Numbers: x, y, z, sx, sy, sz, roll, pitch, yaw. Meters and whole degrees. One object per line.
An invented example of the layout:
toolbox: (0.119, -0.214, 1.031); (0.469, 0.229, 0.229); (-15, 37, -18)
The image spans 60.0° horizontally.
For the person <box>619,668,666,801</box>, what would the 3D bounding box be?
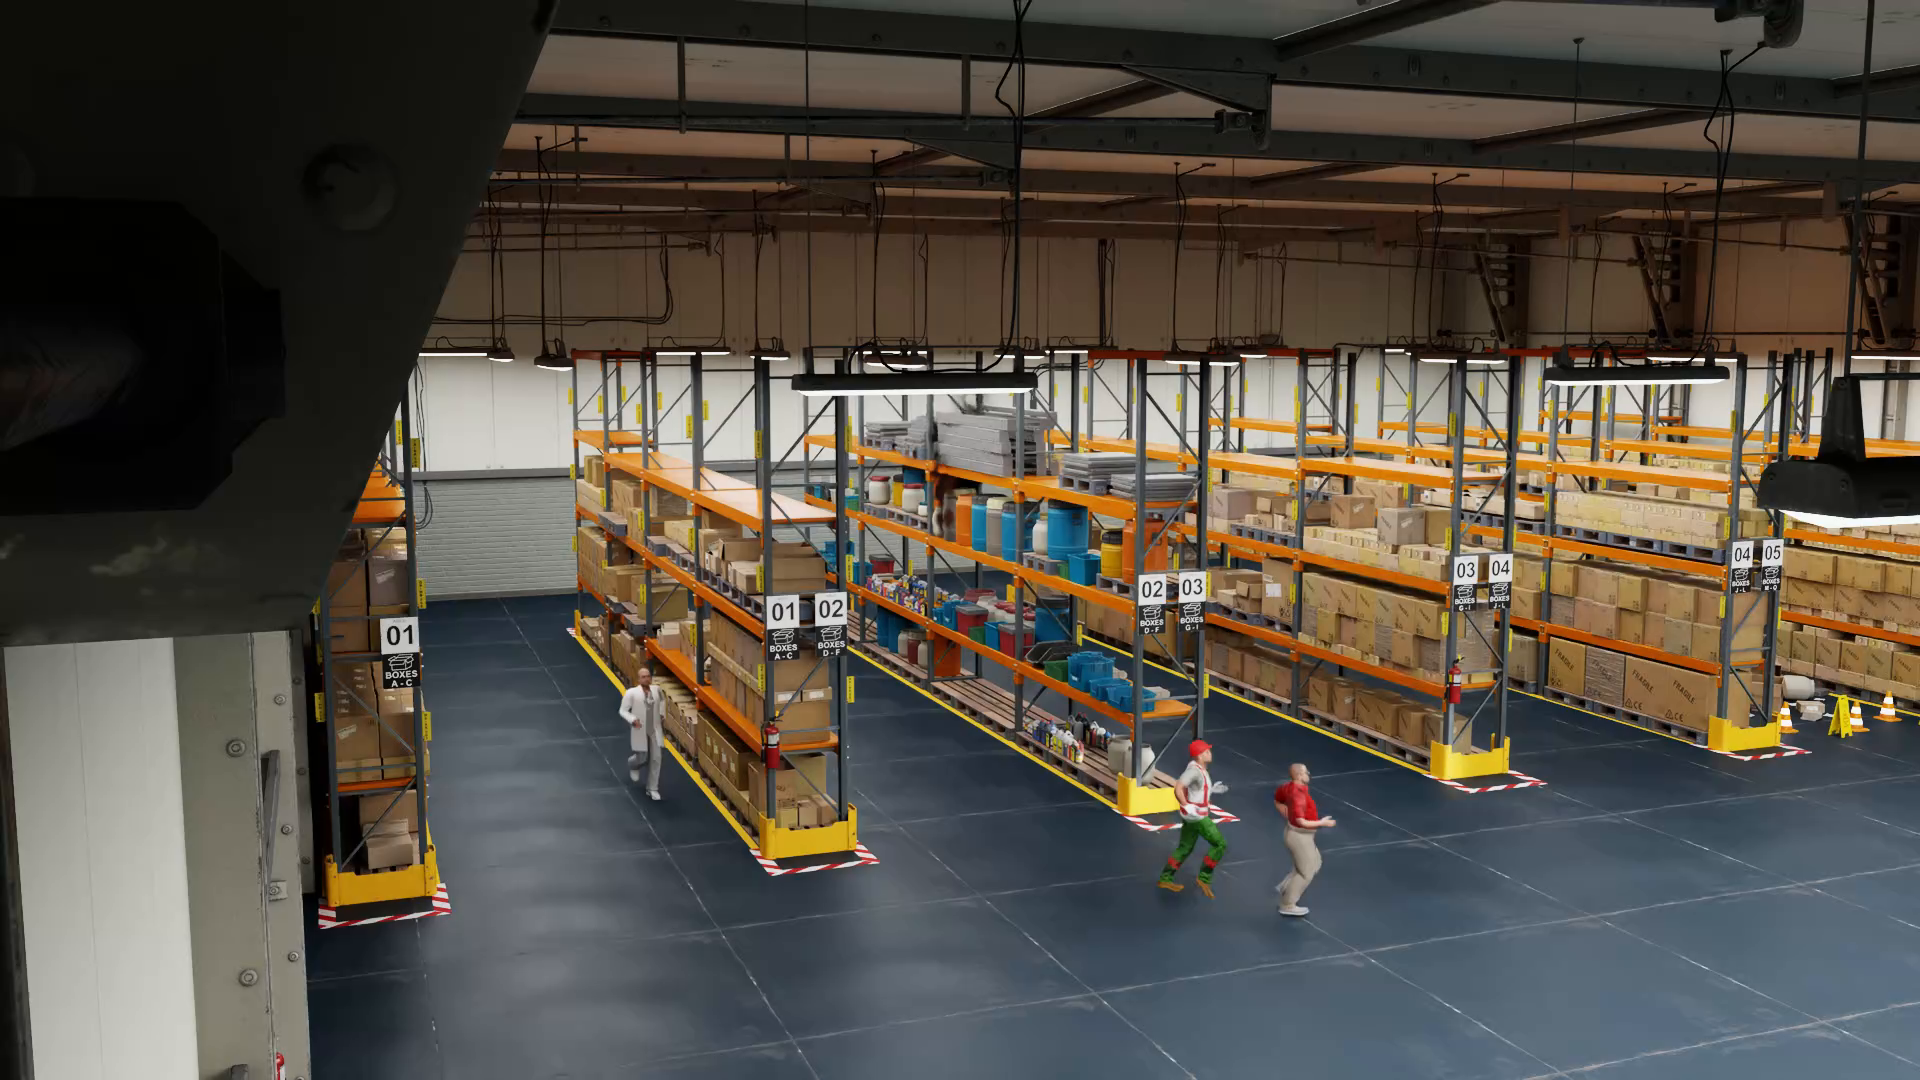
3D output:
person: (-4.303, 2.634, 22.824); (0.711, 1.764, 0.856); (-4, 8, -30)

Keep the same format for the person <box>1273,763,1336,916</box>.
person: (3.757, 3.246, 18.095); (0.602, 1.688, 0.650); (0, 7, -1)

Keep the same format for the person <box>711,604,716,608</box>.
person: (-4.740, 1.309, 33.570); (0.646, 1.726, 0.609); (-5, 8, -33)

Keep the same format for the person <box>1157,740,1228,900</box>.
person: (2.626, 3.136, 18.732); (0.792, 1.804, 0.636); (0, 7, 1)
